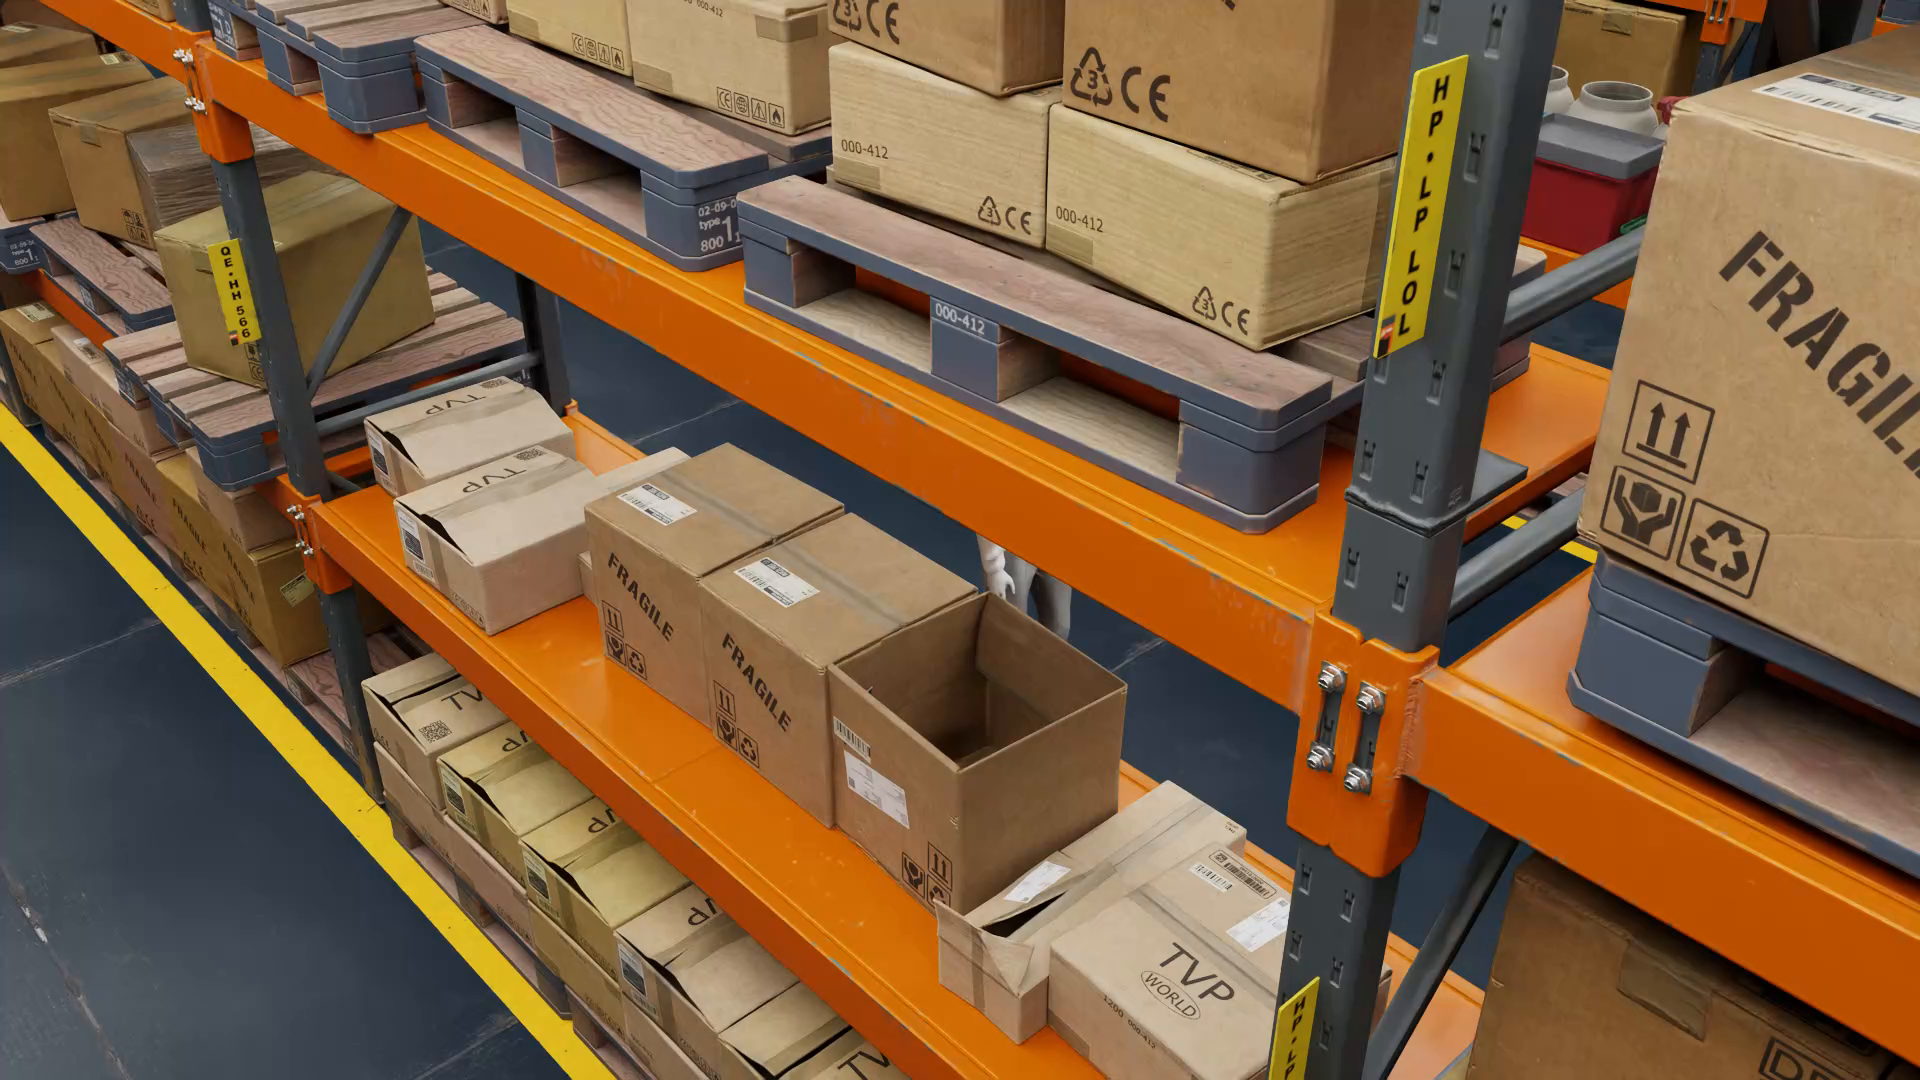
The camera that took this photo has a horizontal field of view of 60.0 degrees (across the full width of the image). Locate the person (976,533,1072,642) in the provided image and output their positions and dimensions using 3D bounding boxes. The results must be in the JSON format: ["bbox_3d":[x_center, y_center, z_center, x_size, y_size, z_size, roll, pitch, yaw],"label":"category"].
[{"bbox_3d":[0.274,0.029,6.083,0.410,1.666,0.547,27,41,36],"label":"person"}]
